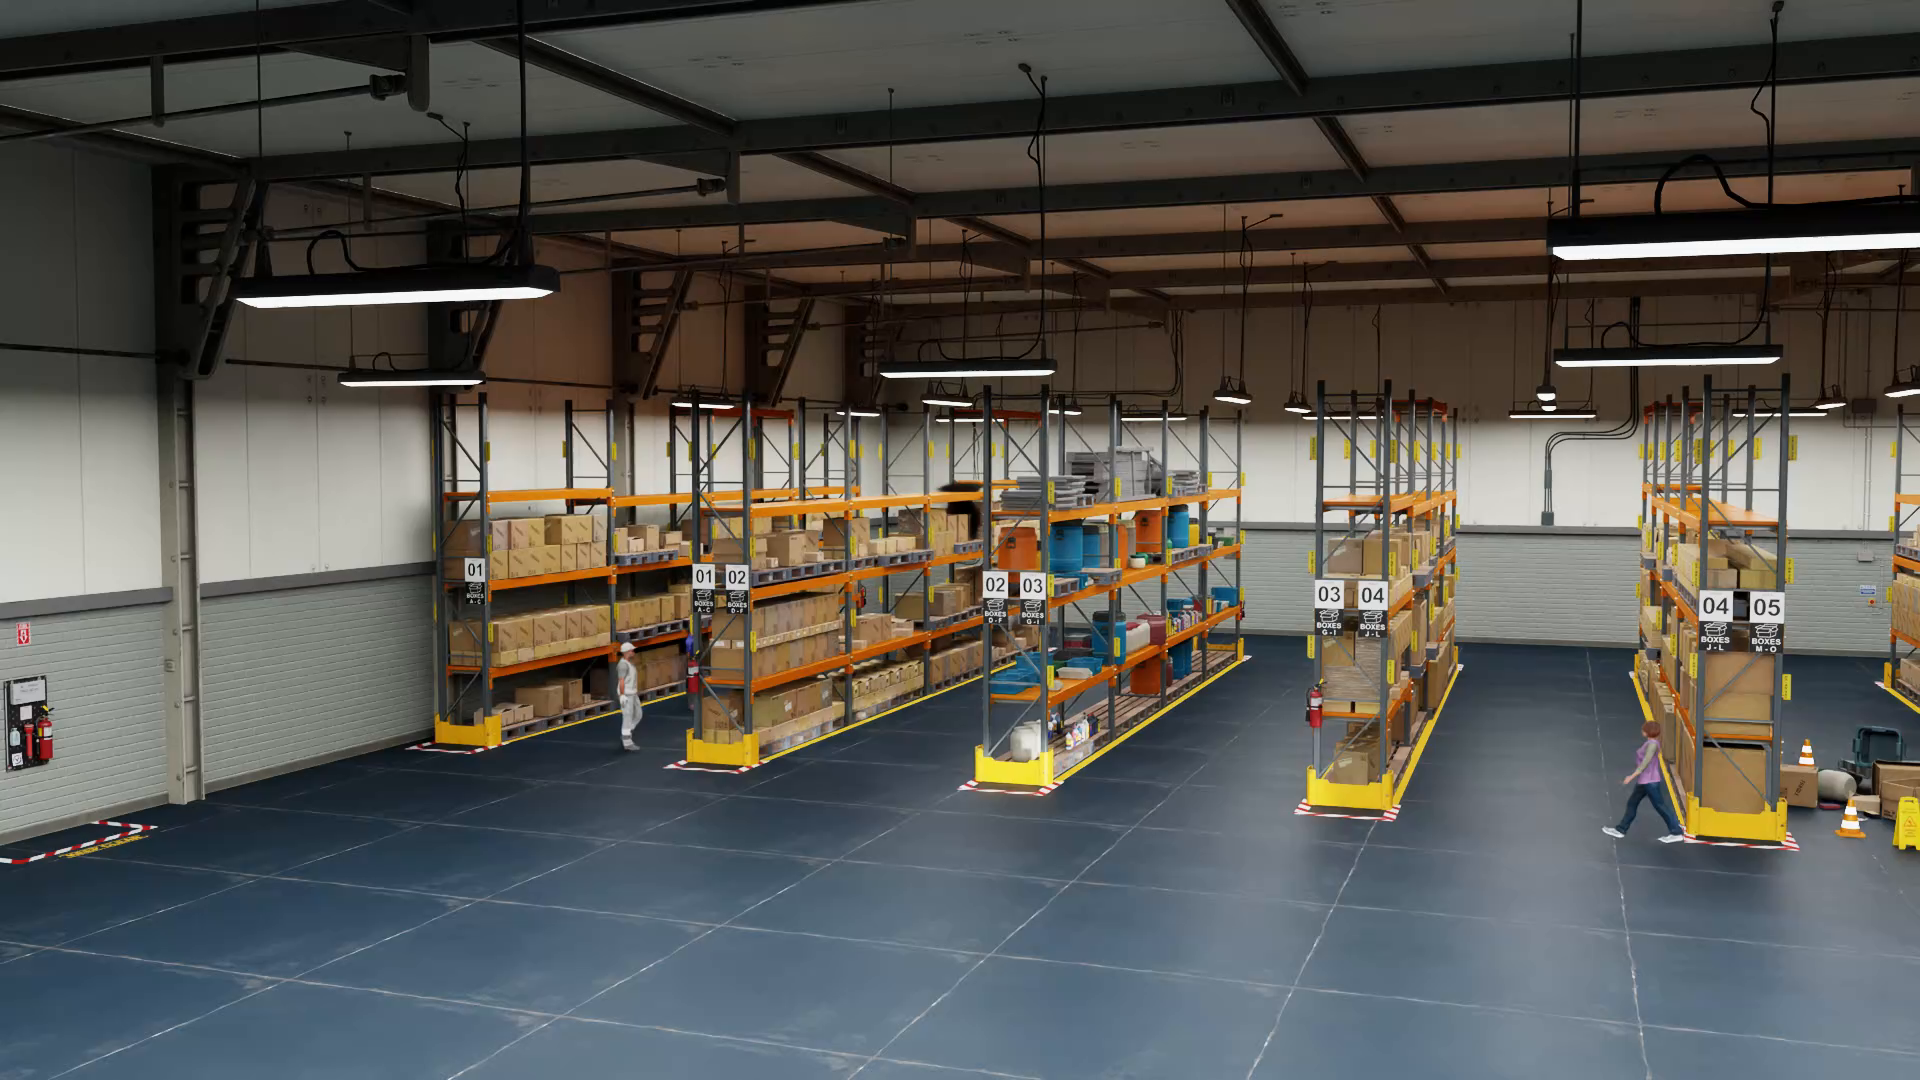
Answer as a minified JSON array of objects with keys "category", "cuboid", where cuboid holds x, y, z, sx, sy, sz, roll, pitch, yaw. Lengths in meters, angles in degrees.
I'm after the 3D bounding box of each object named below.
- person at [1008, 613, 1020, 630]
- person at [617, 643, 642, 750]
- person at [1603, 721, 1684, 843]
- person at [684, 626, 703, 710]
[{"category":"person","cuboid":[1.497,1.837,43.030,1.019,1.731,0.597,-1,3,-25]},{"category":"person","cuboid":[-5.571,2.625,28.007,0.441,1.802,0.645,0,3,5]},{"category":"person","cuboid":[8.750,3.077,21.274,0.956,1.537,0.484,1,3,19]},{"category":"person","cuboid":[-5.181,2.494,32.348,0.332,1.743,0.506,1,3,18]}]
